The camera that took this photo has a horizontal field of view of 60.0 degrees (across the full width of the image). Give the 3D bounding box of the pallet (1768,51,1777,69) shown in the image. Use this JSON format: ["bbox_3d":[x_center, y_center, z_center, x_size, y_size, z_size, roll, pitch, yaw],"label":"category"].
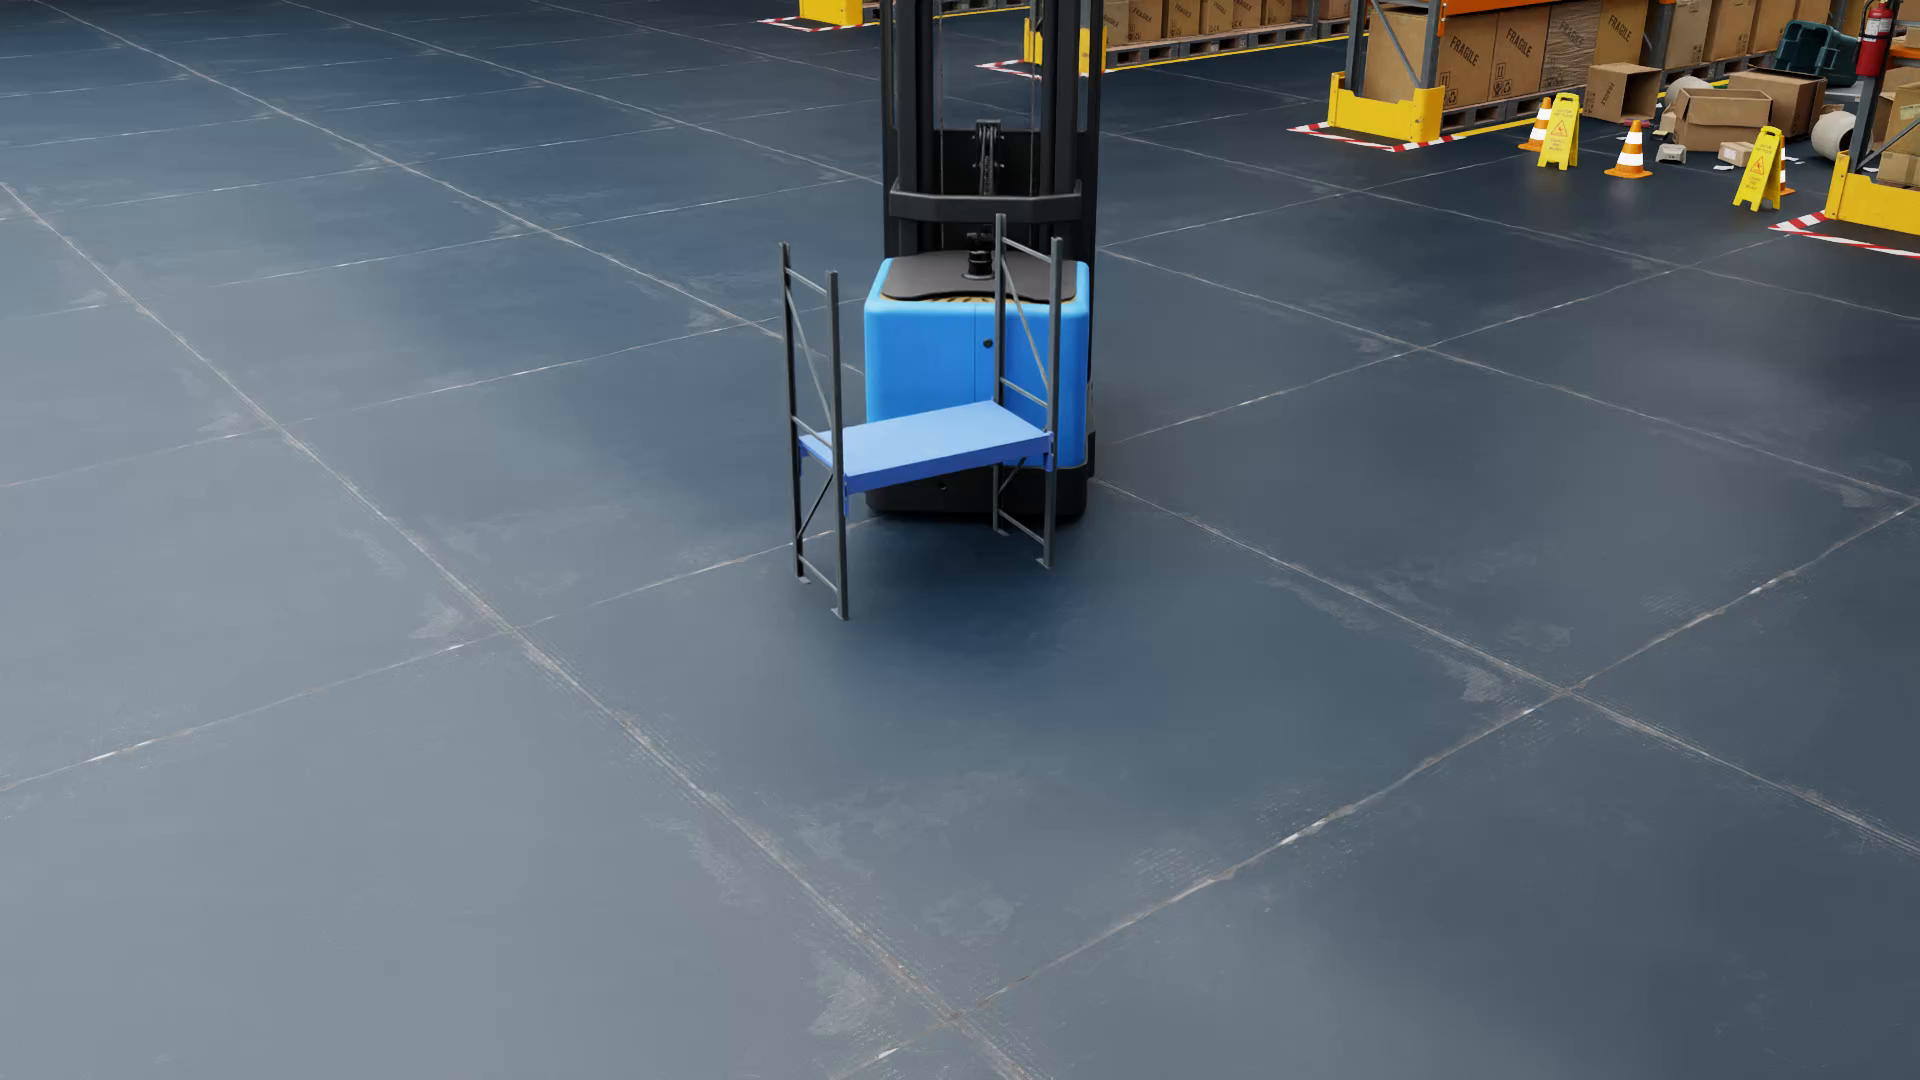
[{"bbox_3d":[9.805,-6.023,20.441,1.213,0.211,1.003,-18,31,-34],"label":"pallet"}]

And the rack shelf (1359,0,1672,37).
[{"bbox_3d":[5.750,-5.582,17.035,4.000,0.370,1.077,-18,31,-34],"label":"rack shelf"}]

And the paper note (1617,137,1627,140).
[{"bbox_3d":[6.425,-3.876,16.032,0.142,0.017,0.144,-8,26,-16],"label":"paper note"}]

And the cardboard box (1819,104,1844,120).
[{"bbox_3d":[8.493,-4.074,16.178,0.258,0.266,0.396,5,25,11],"label":"cardboard box"}]

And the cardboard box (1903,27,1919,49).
[{"bbox_3d":[7.473,-3.830,12.702,0.250,0.149,0.380,-17,30,-32],"label":"cardboard box"}]

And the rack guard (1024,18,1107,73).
[{"bbox_3d":[1.255,-5.945,19.930,0.348,0.500,1.175,-18,31,-34],"label":"rack guard"}]

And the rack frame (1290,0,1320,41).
[{"bbox_3d":[4.343,-8.098,21.600,0.127,3.000,1.000,-18,31,-34],"label":"rack frame"}]

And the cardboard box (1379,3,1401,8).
[{"bbox_3d":[5.666,-7.579,22.929,0.500,0.500,0.700,-21,32,-38],"label":"cardboard box"}]

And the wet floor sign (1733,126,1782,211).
[{"bbox_3d":[6.501,-3.013,13.440,0.232,0.644,0.267,-8,26,-16],"label":"wet floor sign"}]

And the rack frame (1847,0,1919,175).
[{"bbox_3d":[7.310,-3.776,12.287,0.127,3.000,1.000,-18,31,-34],"label":"rack frame"}]

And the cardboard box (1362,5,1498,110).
[{"bbox_3d":[4.669,-4.814,16.550,0.875,0.875,0.875,-18,30,-34],"label":"cardboard box"}]

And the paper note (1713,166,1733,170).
[{"bbox_3d":[6.826,-3.334,14.862,0.148,0.019,0.142,15,29,29],"label":"paper note"}]

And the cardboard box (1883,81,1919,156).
[{"bbox_3d":[7.780,-3.354,13.254,0.500,0.500,0.500,-18,30,-34],"label":"cardboard box"}]

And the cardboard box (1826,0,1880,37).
[{"bbox_3d":[11.186,-6.623,20.893,0.500,0.500,0.500,-20,31,-36],"label":"cardboard box"}]

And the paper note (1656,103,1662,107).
[{"bbox_3d":[7.354,-4.607,17.605,0.147,0.020,0.142,5,25,11],"label":"paper note"}]

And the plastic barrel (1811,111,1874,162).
[{"bbox_3d":[8.002,-3.645,15.066,0.421,0.421,0.512,1,25,2],"label":"plastic barrel"}]

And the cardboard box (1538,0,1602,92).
[{"bbox_3d":[6.079,-5.279,17.552,0.875,0.875,0.875,-18,30,-34],"label":"cardboard box"}]

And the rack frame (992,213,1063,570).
[{"bbox_3d":[0.288,-0.641,7.314,0.032,1.500,0.500,-13,28,-26],"label":"rack frame"}]

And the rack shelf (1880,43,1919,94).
[{"bbox_3d":[8.884,-3.969,13.558,4.000,0.370,1.077,-18,31,-34],"label":"rack shelf"}]

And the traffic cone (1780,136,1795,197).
[{"bbox_3d":[6.853,-3.164,13.983,0.334,0.463,0.336,-18,31,-34],"label":"traffic cone"}]

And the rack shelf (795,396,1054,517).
[{"bbox_3d":[-0.157,-0.374,7.167,1.000,0.185,0.538,-13,28,-26],"label":"rack shelf"}]

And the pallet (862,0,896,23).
[{"bbox_3d":[-1.188,-7.679,24.010,1.213,0.211,1.003,-18,31,-34],"label":"pallet"}]

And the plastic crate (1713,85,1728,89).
[{"bbox_3d":[7.996,-4.700,17.550,0.662,0.188,0.450,-3,15,-7],"label":"plastic crate"}]

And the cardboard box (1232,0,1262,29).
[{"bbox_3d":[3.558,-6.912,21.516,0.500,0.500,0.500,-9,26,-18],"label":"cardboard box"}]

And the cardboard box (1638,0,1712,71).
[{"bbox_3d":[7.757,-5.789,18.800,0.750,0.750,1.050,-18,31,-34],"label":"cardboard box"}]

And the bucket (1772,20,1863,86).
[{"bbox_3d":[8.640,-4.834,16.650,0.620,0.611,0.726,2,23,-21],"label":"bucket"}]

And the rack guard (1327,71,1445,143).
[{"bbox_3d":[4.158,-4.249,16.277,0.348,0.500,1.175,-18,31,-34],"label":"rack guard"}]

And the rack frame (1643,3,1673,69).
[{"bbox_3d":[7.324,-6.428,18.003,0.127,3.000,1.000,-18,31,-34],"label":"rack frame"}]

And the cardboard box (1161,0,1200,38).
[{"bbox_3d":[2.651,-6.595,20.832,0.500,0.500,0.500,-15,29,-29],"label":"cardboard box"}]

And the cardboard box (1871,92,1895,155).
[{"bbox_3d":[8.775,-3.854,15.423,0.500,0.500,0.500,1,25,2],"label":"cardboard box"}]

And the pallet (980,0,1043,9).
[{"bbox_3d":[0.733,-8.313,25.376,1.213,0.211,1.003,-18,31,-34],"label":"pallet"}]

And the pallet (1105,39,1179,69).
[{"bbox_3d":[1.916,-6.013,20.420,1.213,0.211,1.003,-18,31,-34],"label":"pallet"}]

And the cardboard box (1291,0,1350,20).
[{"bbox_3d":[4.839,-7.316,22.362,0.500,0.500,0.700,-21,32,-38],"label":"cardboard box"}]

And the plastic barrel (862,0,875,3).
[{"bbox_3d":[-1.390,-7.958,23.755,0.421,0.512,0.421,0,25,0],"label":"plastic barrel"}]

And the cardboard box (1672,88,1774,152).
[{"bbox_3d":[7.130,-3.938,15.603,0.797,0.503,0.637,5,25,11],"label":"cardboard box"}]

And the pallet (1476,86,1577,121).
[{"bbox_3d":[5.717,-4.673,17.533,1.213,0.211,1.003,-18,31,-34],"label":"pallet"}]

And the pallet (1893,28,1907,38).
[{"bbox_3d":[12.047,-6.720,21.944,1.213,0.211,1.003,-18,31,-34],"label":"pallet"}]

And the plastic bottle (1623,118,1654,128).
[{"bbox_3d":[6.785,-4.156,16.598,0.283,0.061,0.133,15,29,29],"label":"plastic bottle"}]

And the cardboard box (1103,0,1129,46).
[{"bbox_3d":[1.697,-6.272,20.136,0.500,0.500,0.500,-12,28,-25],"label":"cardboard box"}]

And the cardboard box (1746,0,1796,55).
[{"bbox_3d":[9.251,-6.281,19.859,0.750,0.750,1.050,-18,30,-33],"label":"cardboard box"}]

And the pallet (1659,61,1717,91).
[{"bbox_3d":[7.885,-5.389,19.076,1.213,0.211,1.003,-18,31,-34],"label":"pallet"}]

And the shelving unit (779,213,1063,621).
[{"bbox_3d":[-0.157,-0.537,7.091,1.048,1.500,0.538,-13,28,-26],"label":"shelving unit"}]

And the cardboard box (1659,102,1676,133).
[{"bbox_3d":[7.108,-4.132,16.302,0.258,0.266,0.396,-13,28,-25],"label":"cardboard box"}]

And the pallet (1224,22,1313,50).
[{"bbox_3d":[3.836,-6.647,21.786,1.213,0.211,1.003,-18,31,-34],"label":"pallet"}]

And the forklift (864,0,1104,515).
[{"bbox_3d":[0.170,-2.026,8.600,1.130,2.935,3.031,2,25,4],"label":"forklift"}]
